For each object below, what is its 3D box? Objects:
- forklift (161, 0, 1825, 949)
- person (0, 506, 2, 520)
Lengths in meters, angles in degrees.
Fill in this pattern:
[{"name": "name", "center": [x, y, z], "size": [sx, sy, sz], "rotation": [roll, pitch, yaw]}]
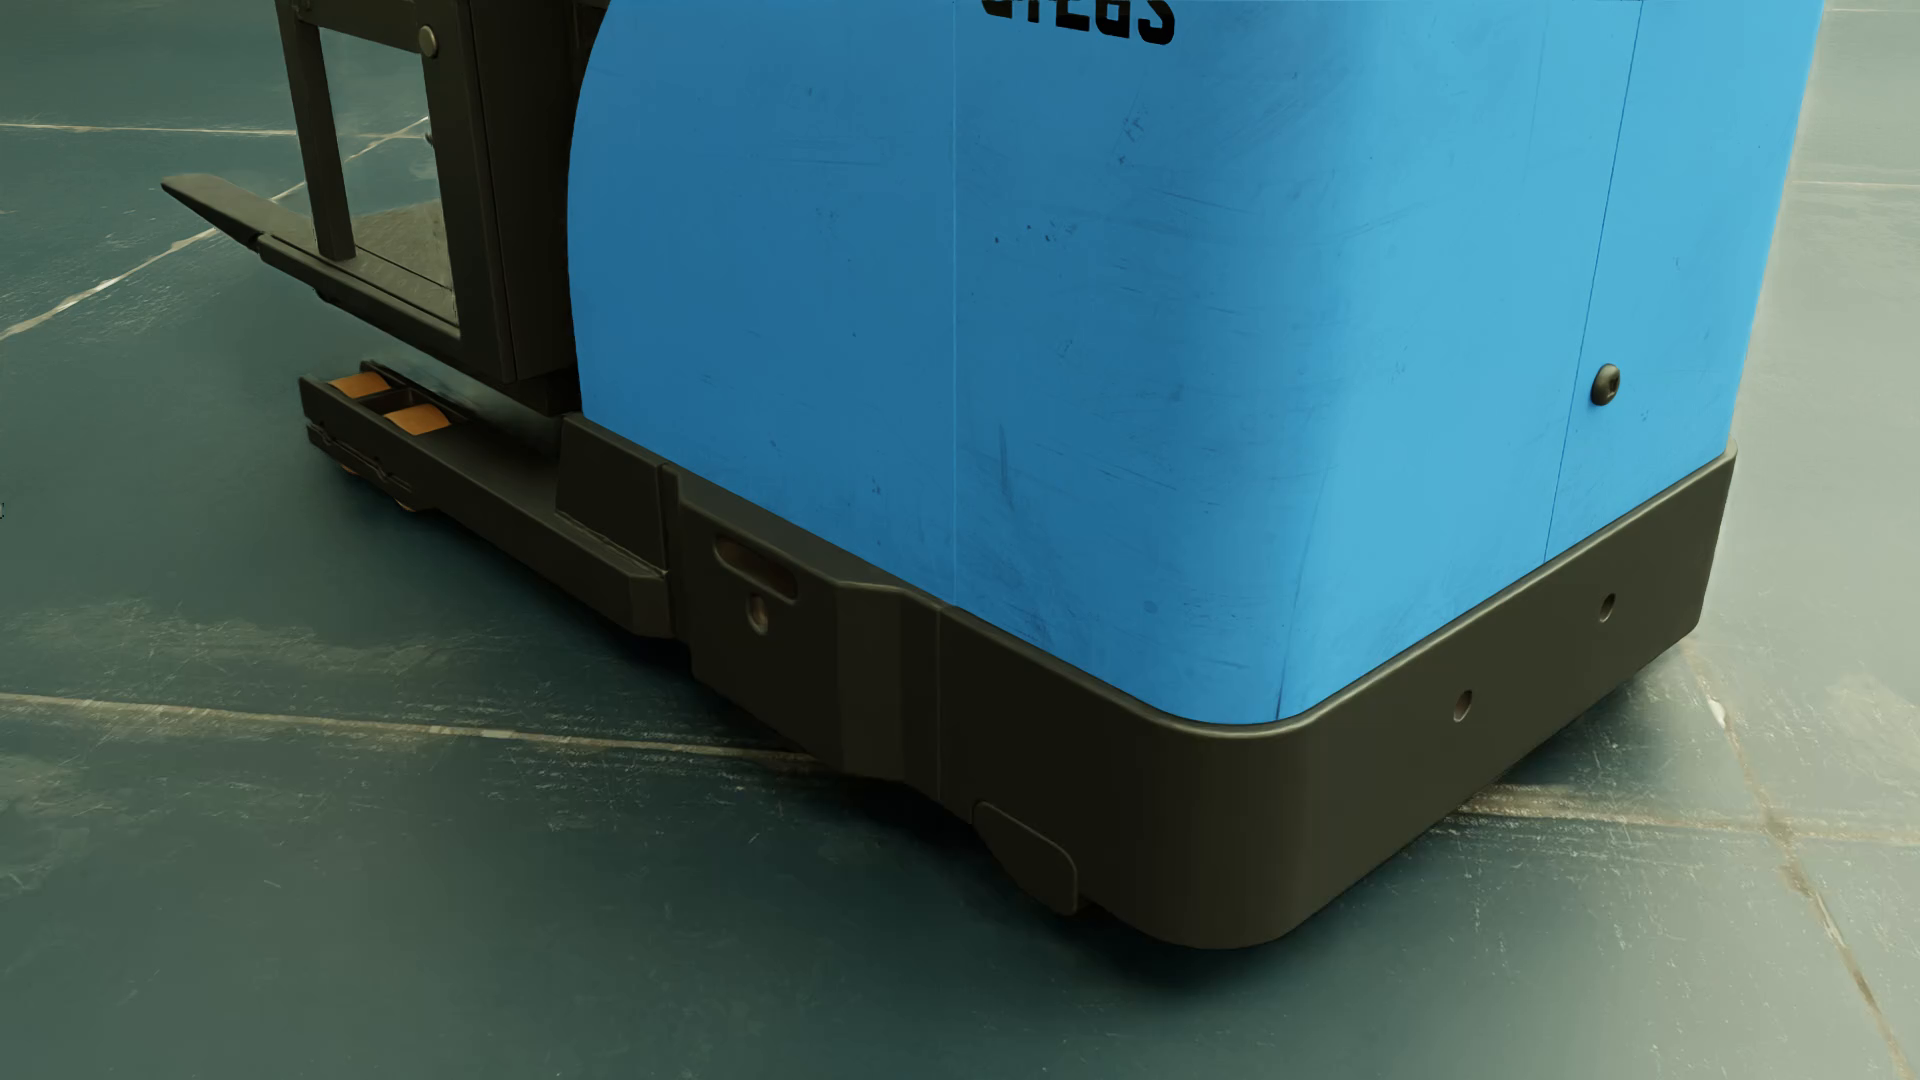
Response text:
[{"name": "forklift", "center": [-0.420, -1.493, 2.210], "size": [1.130, 2.935, 3.031], "rotation": [-23, 34, -38]}, {"name": "person", "center": [-1.698, -0.682, 2.032], "size": [0.592, 1.641, 0.393], "rotation": [-6, 27, -12]}]
